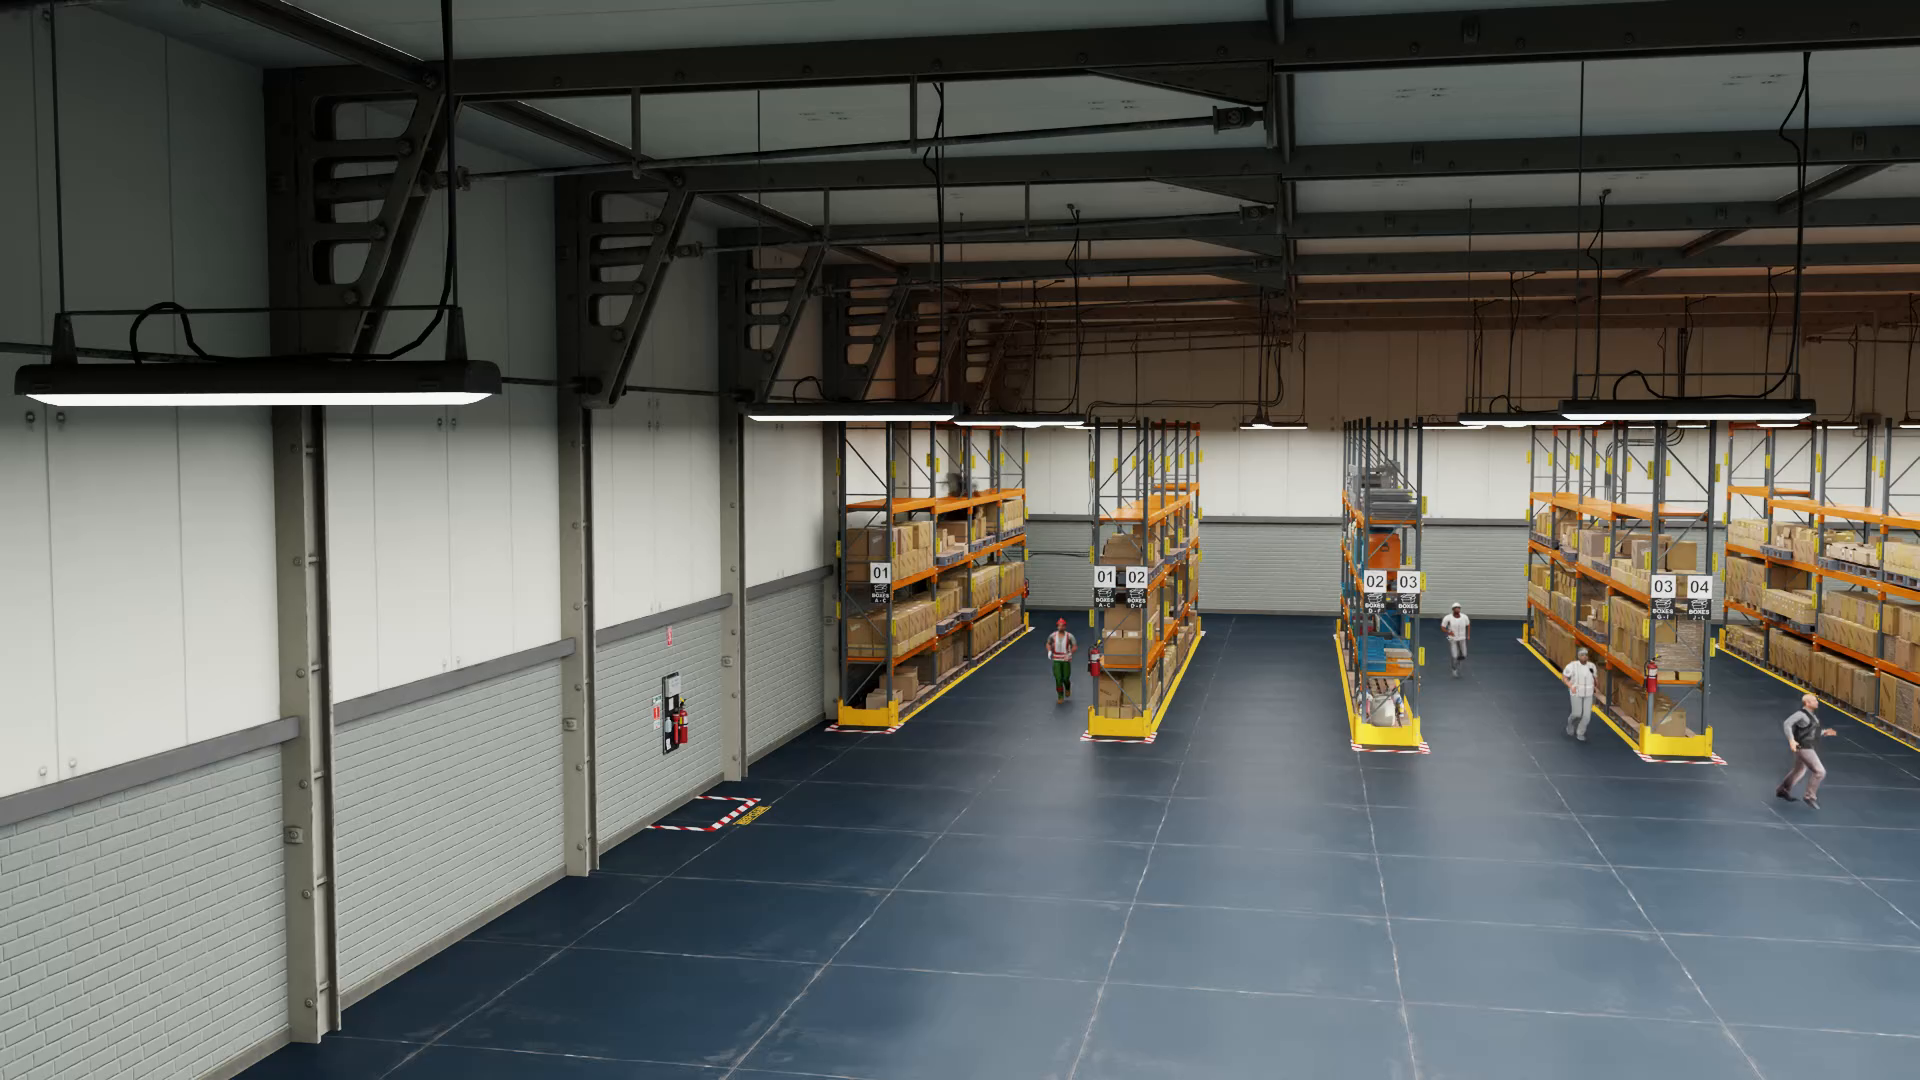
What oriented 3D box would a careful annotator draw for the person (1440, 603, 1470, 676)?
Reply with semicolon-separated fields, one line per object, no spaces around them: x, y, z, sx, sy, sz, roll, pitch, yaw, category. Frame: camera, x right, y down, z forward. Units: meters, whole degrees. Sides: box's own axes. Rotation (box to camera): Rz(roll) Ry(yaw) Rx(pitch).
11.649;2.332;39.011;0.744;1.722;0.593;0;4;-2;person

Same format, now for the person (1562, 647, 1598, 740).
11.554;2.848;30.908;0.647;1.731;0.597;0;4;1;person

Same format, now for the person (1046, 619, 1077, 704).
2.145;2.555;35.244;0.667;1.767;0.741;1;4;10;person

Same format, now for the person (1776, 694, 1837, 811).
12.880;3.224;25.320;0.833;1.774;0.620;3;5;39;person
